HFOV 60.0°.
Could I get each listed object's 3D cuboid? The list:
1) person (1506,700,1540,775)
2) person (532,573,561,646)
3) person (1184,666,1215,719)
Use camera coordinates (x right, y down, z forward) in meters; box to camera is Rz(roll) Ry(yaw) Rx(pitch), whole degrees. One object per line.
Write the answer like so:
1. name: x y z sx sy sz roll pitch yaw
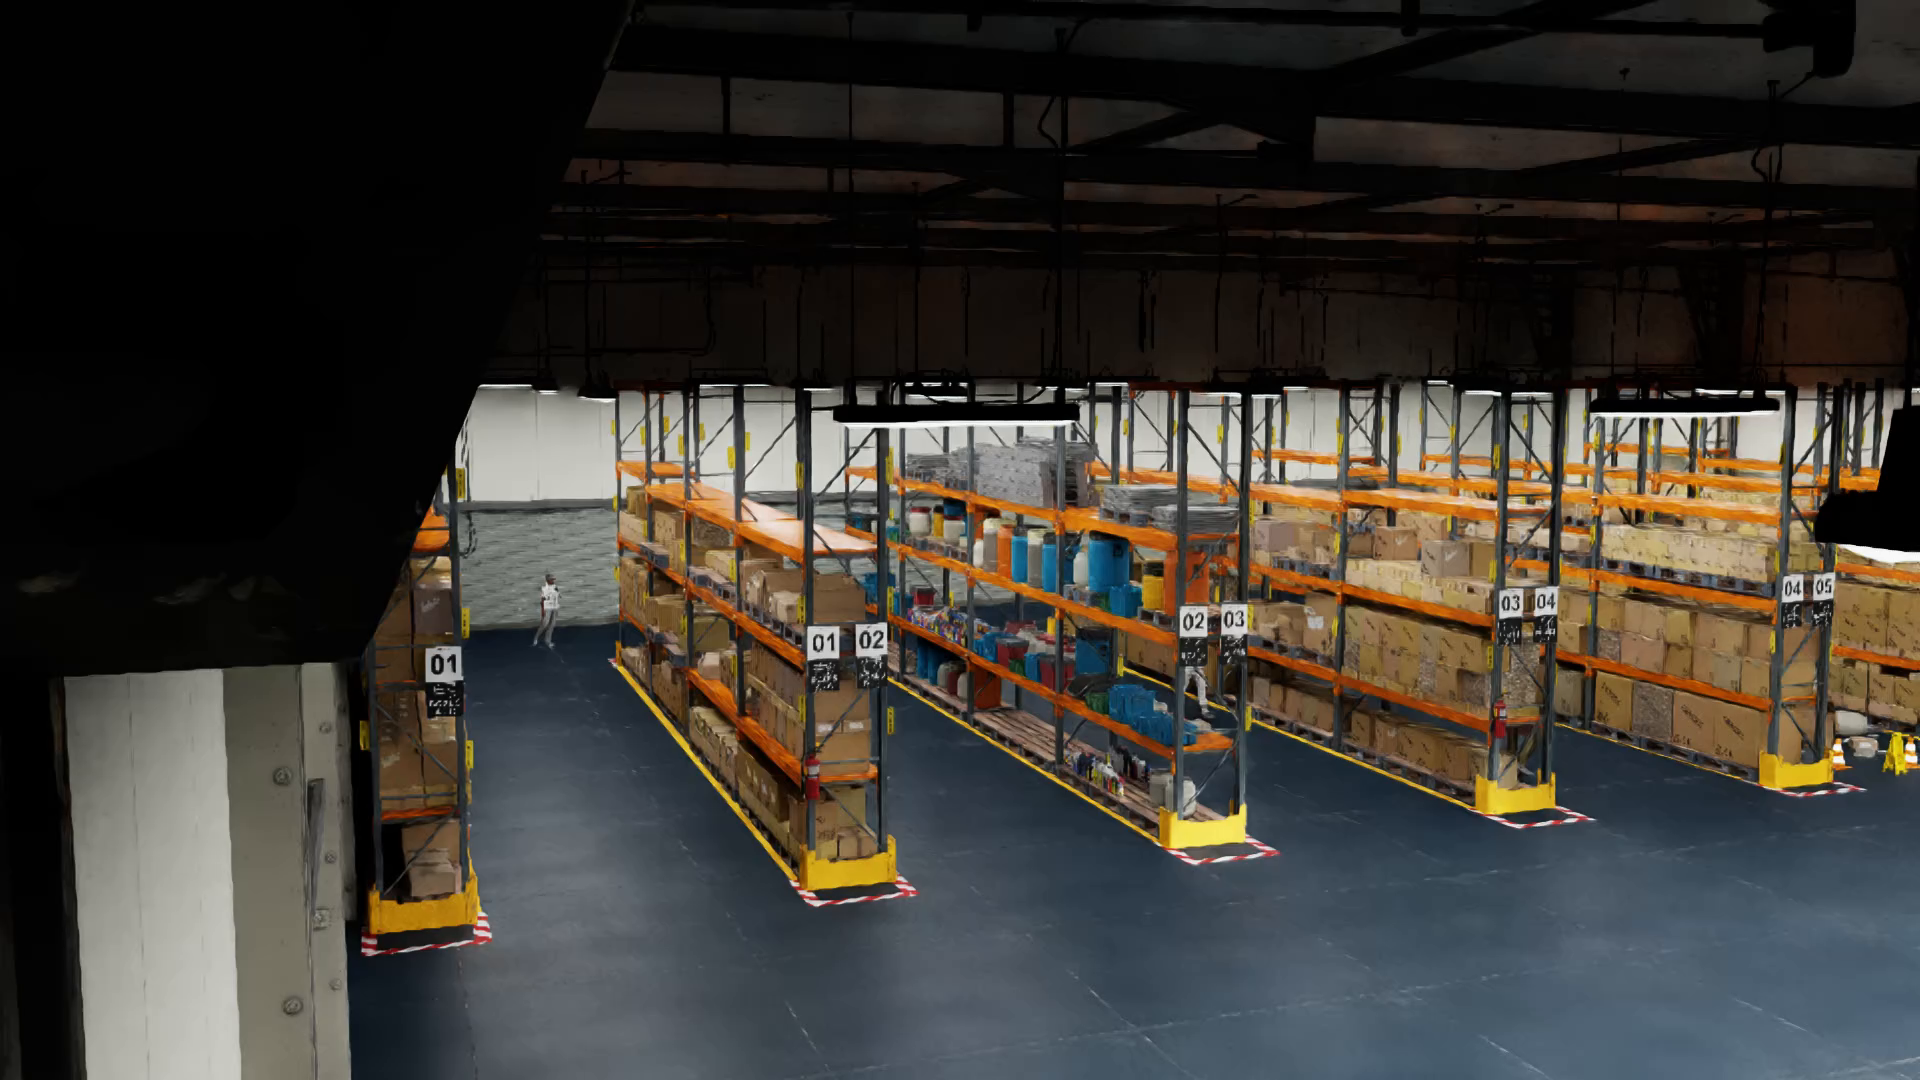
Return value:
1. person: 8.591 2.742 25.583 0.628 1.777 0.515 6 8 44
2. person: -9.303 1.565 37.288 0.499 1.658 0.622 3 7 30
3. person: 4.170 2.315 29.825 0.553 1.709 1.123 -2 6 -17
